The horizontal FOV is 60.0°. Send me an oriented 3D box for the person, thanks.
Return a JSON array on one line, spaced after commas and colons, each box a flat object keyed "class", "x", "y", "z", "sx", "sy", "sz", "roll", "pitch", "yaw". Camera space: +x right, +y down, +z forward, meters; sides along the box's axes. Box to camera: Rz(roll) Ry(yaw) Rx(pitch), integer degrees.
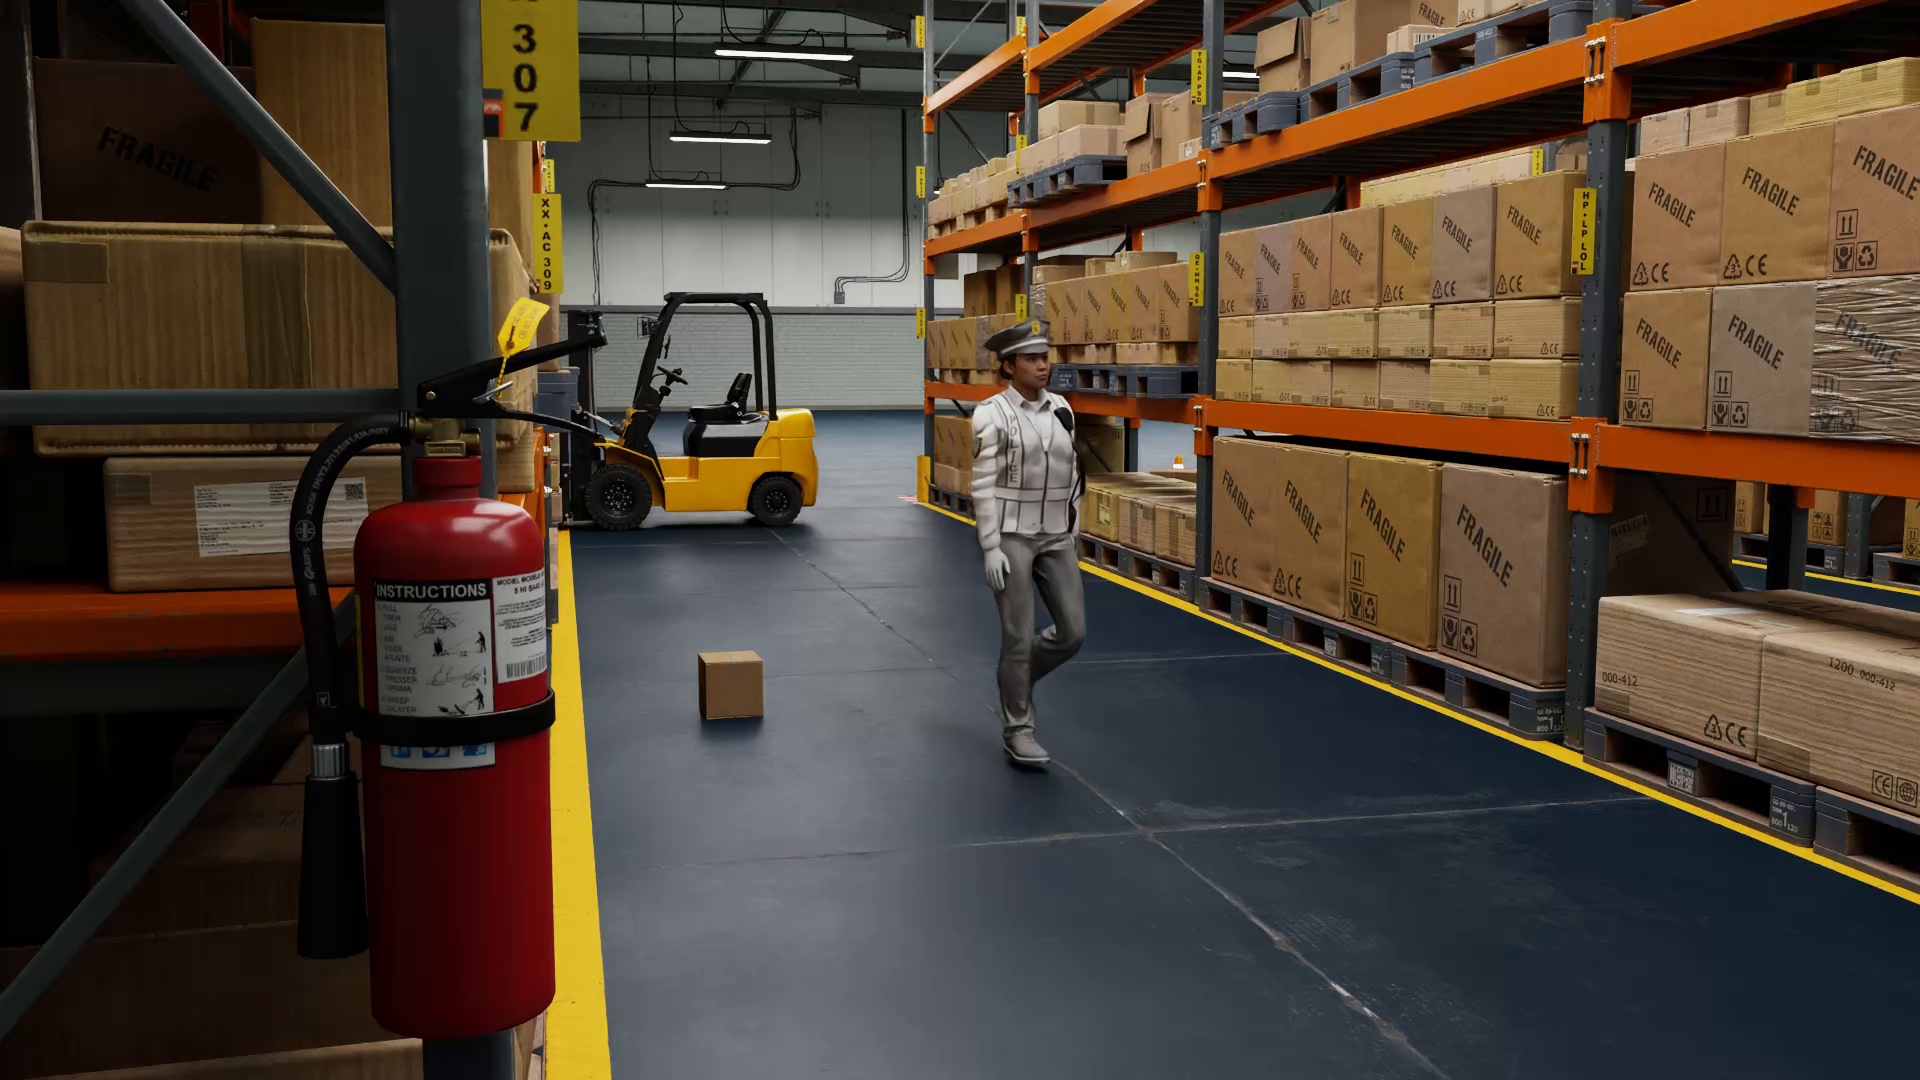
[{"class": "person", "x": 2.458, "y": -0.653, "z": 10.158, "sx": 7.935, "sy": 2.202, "sz": 5.089, "roll": -3, "pitch": 7, "yaw": -28}]
